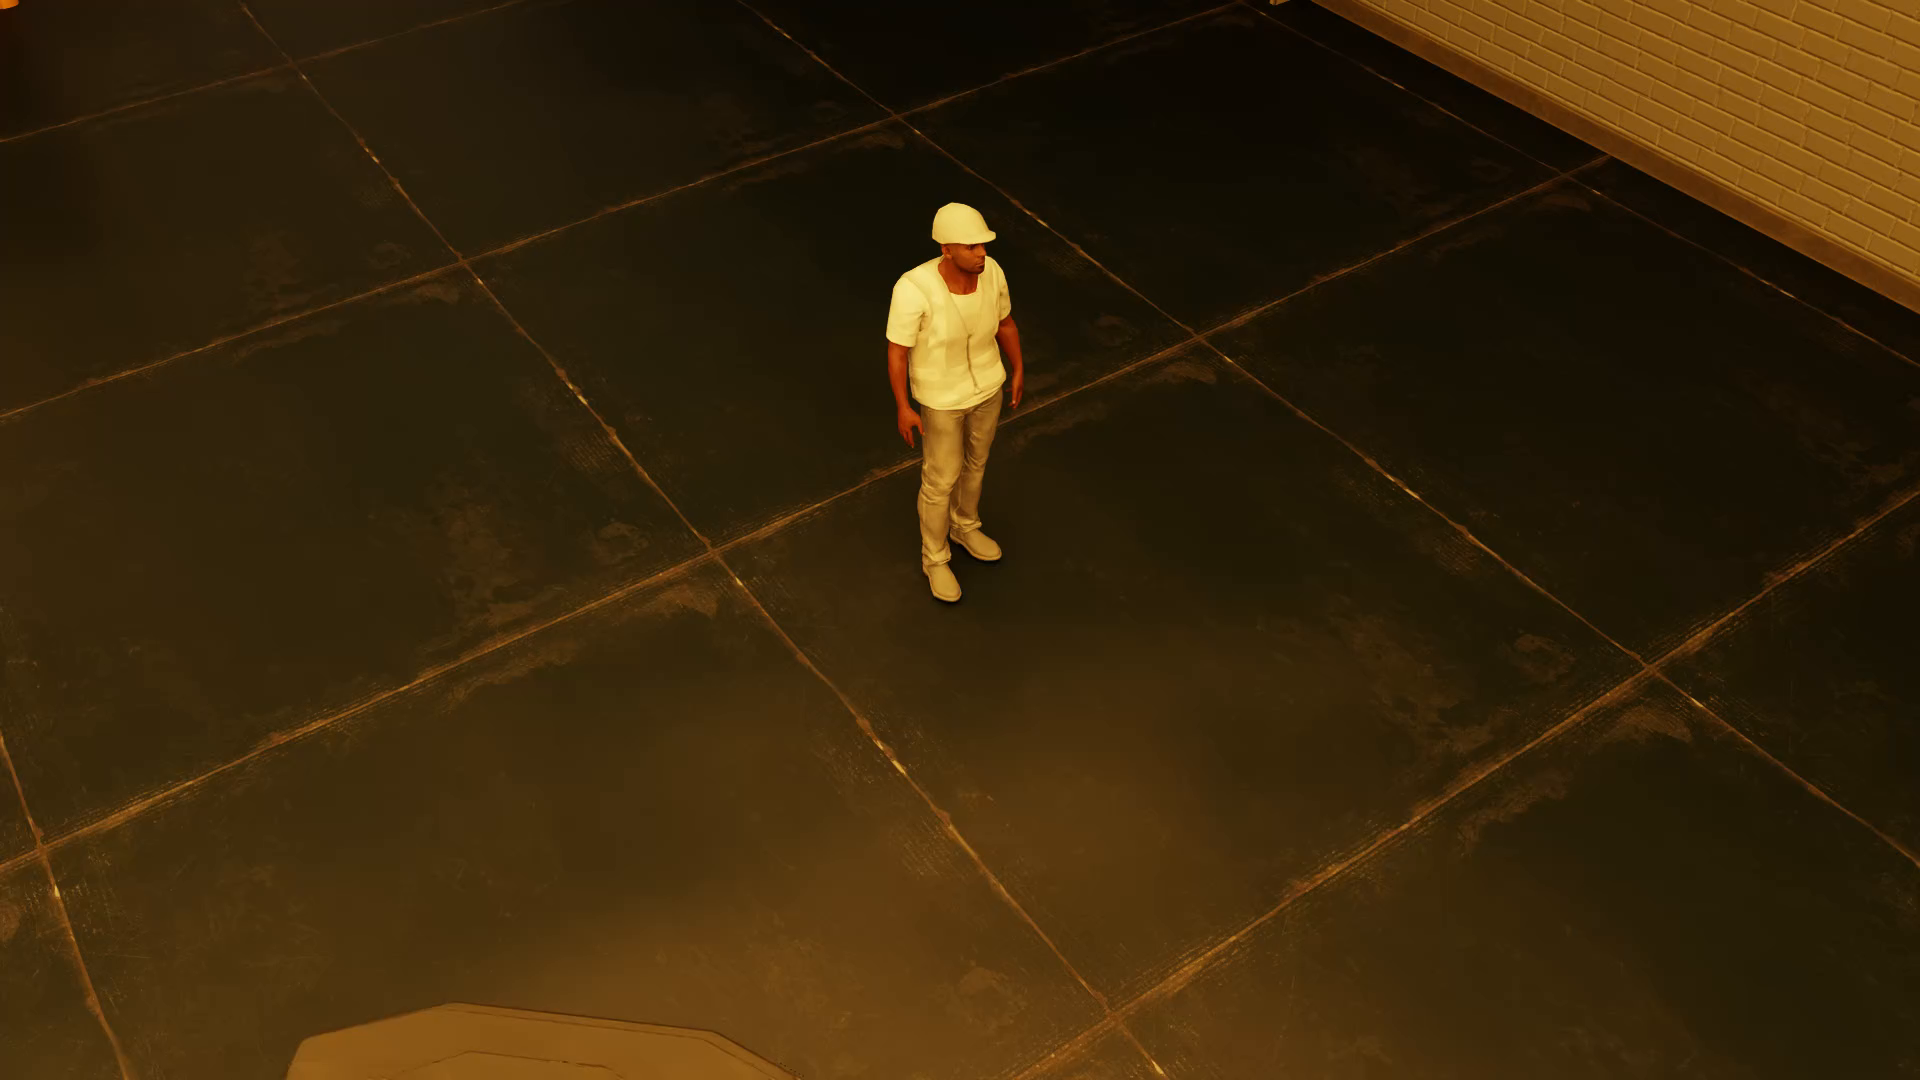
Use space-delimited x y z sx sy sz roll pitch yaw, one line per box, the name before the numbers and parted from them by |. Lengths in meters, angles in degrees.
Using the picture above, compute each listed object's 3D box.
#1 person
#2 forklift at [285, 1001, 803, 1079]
person | 0.035 -0.614 7.230 0.665 1.768 0.575 -25 48 -25
forklift | -0.755 2.349 3.167 1.130 2.935 3.031 5 43 5
